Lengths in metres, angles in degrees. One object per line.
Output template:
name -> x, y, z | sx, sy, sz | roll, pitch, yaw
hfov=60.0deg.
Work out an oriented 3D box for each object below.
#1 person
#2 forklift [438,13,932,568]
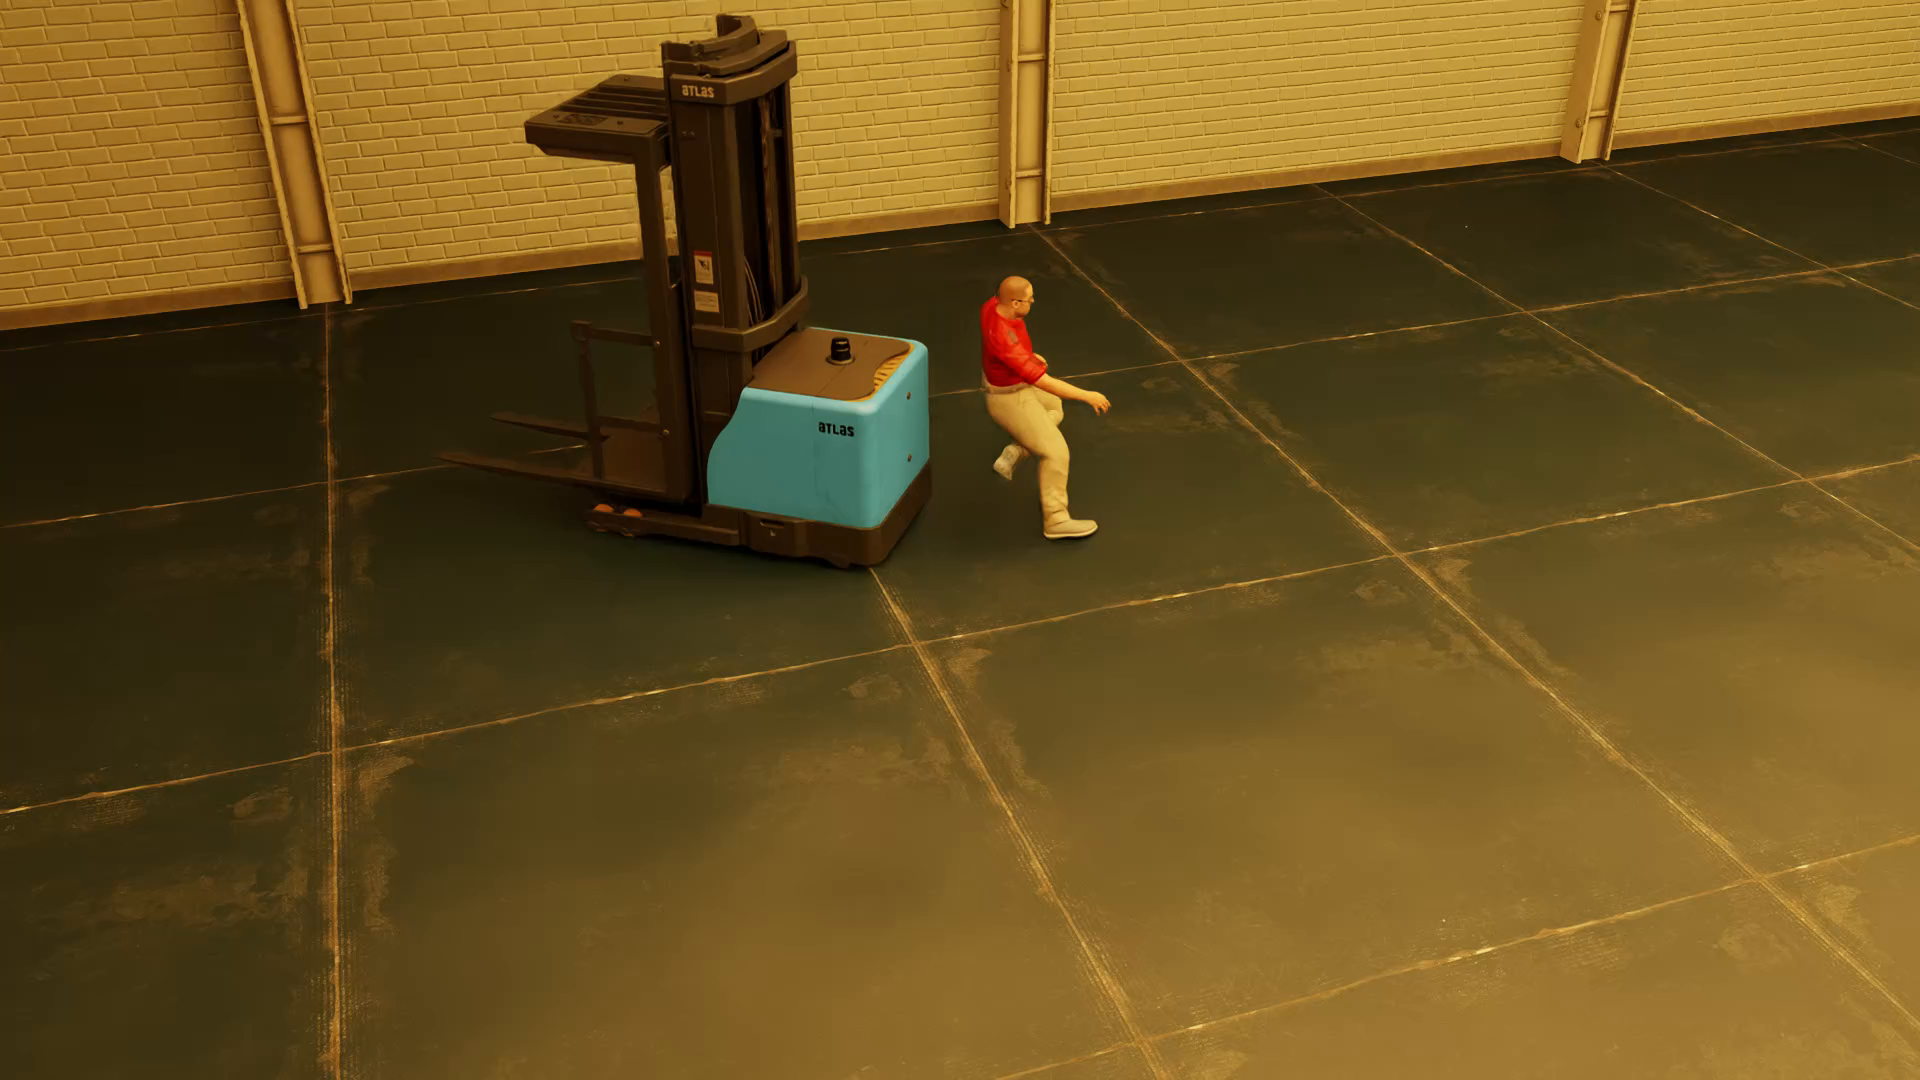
person -> 0.496, -0.862, 9.949 | 0.721, 1.562, 0.797 | -5, 30, -8
forklift -> -1.752, -1.528, 9.743 | 3.031, 2.935, 1.130 | 9, 31, 15
